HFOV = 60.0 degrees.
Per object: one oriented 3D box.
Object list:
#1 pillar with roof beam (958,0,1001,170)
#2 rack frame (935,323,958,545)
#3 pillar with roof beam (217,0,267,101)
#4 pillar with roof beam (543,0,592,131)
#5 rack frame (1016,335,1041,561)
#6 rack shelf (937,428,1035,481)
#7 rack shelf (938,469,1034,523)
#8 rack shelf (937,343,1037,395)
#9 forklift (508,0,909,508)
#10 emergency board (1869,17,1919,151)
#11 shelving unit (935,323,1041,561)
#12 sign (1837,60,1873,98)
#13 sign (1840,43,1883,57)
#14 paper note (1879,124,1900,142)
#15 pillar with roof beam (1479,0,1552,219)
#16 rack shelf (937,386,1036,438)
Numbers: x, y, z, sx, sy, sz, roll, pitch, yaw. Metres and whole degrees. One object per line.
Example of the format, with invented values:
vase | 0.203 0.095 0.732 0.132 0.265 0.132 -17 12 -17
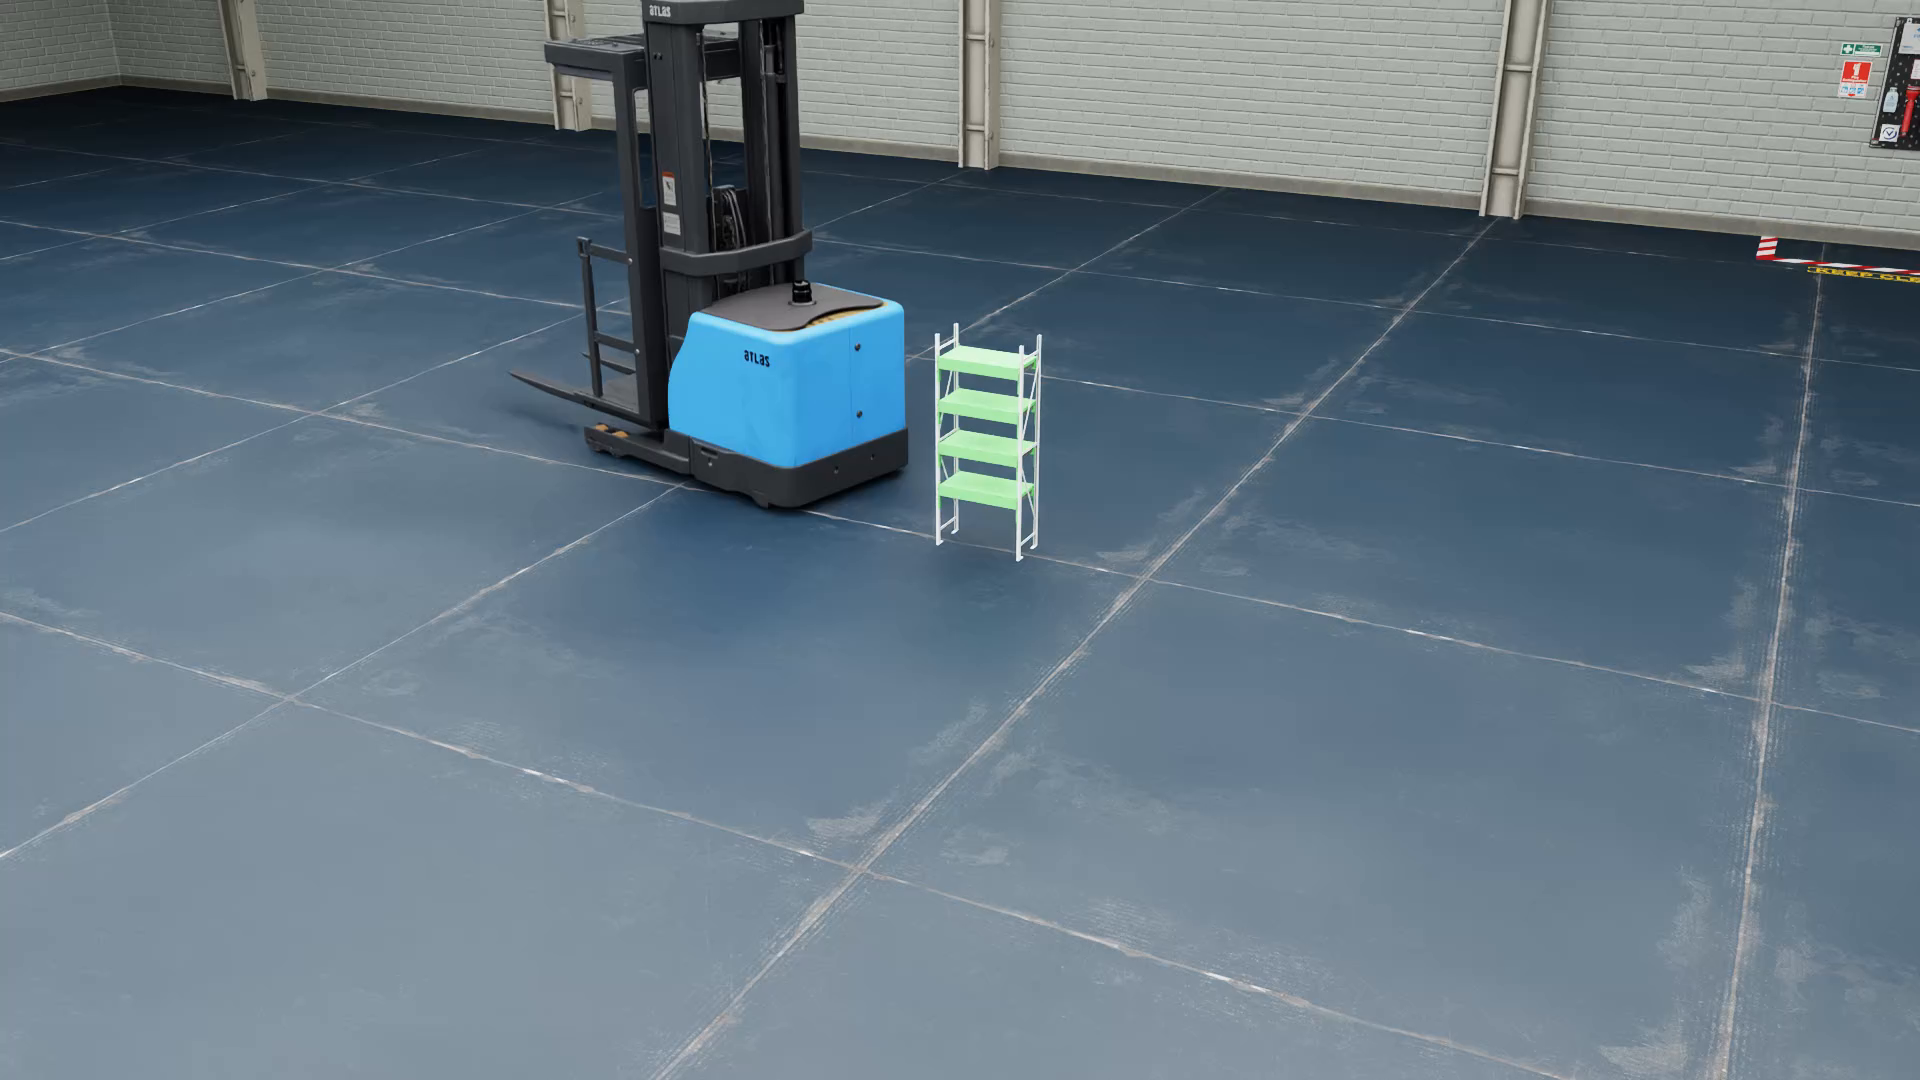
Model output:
pillar with roof beam | -1.718 -7.050 14.329 0.400 9.000 9.100 11 25 25
rack frame | -0.070 -0.566 9.048 0.015 1.200 0.240 11 25 25
pillar with roof beam | -12.427 -9.169 19.312 0.400 9.000 9.100 11 25 25
pillar with roof beam | -7.073 -8.109 16.820 0.400 9.000 9.100 11 25 25
rack frame | 0.365 -0.480 8.845 0.015 1.200 0.240 11 25 25
rack shelf | 0.148 -0.464 8.971 0.480 0.148 0.258 11 25 25
rack shelf | 0.148 -0.243 9.065 0.480 0.148 0.258 11 25 25
rack shelf | 0.148 -0.906 8.784 0.480 0.148 0.258 11 25 25
forklift | -1.749 -2.000 10.207 3.031 2.935 1.130 19 30 38
emergency board | 8.745 -4.124 15.113 0.643 1.169 0.194 11 25 25
shelving unit | 0.148 -0.523 8.946 0.503 1.200 0.258 11 25 25
sign | 8.298 -4.274 15.421 0.234 0.329 0.001 11 25 25
sign | 8.298 -4.514 15.308 0.331 0.109 0.001 11 25 25
paper note | 8.618 -3.774 15.416 0.142 0.148 0.016 11 25 25
pillar with roof beam | 3.636 -5.991 11.838 0.400 9.000 9.100 11 25 25
rack shelf | 0.148 -0.685 8.878 0.480 0.148 0.258 11 25 25
